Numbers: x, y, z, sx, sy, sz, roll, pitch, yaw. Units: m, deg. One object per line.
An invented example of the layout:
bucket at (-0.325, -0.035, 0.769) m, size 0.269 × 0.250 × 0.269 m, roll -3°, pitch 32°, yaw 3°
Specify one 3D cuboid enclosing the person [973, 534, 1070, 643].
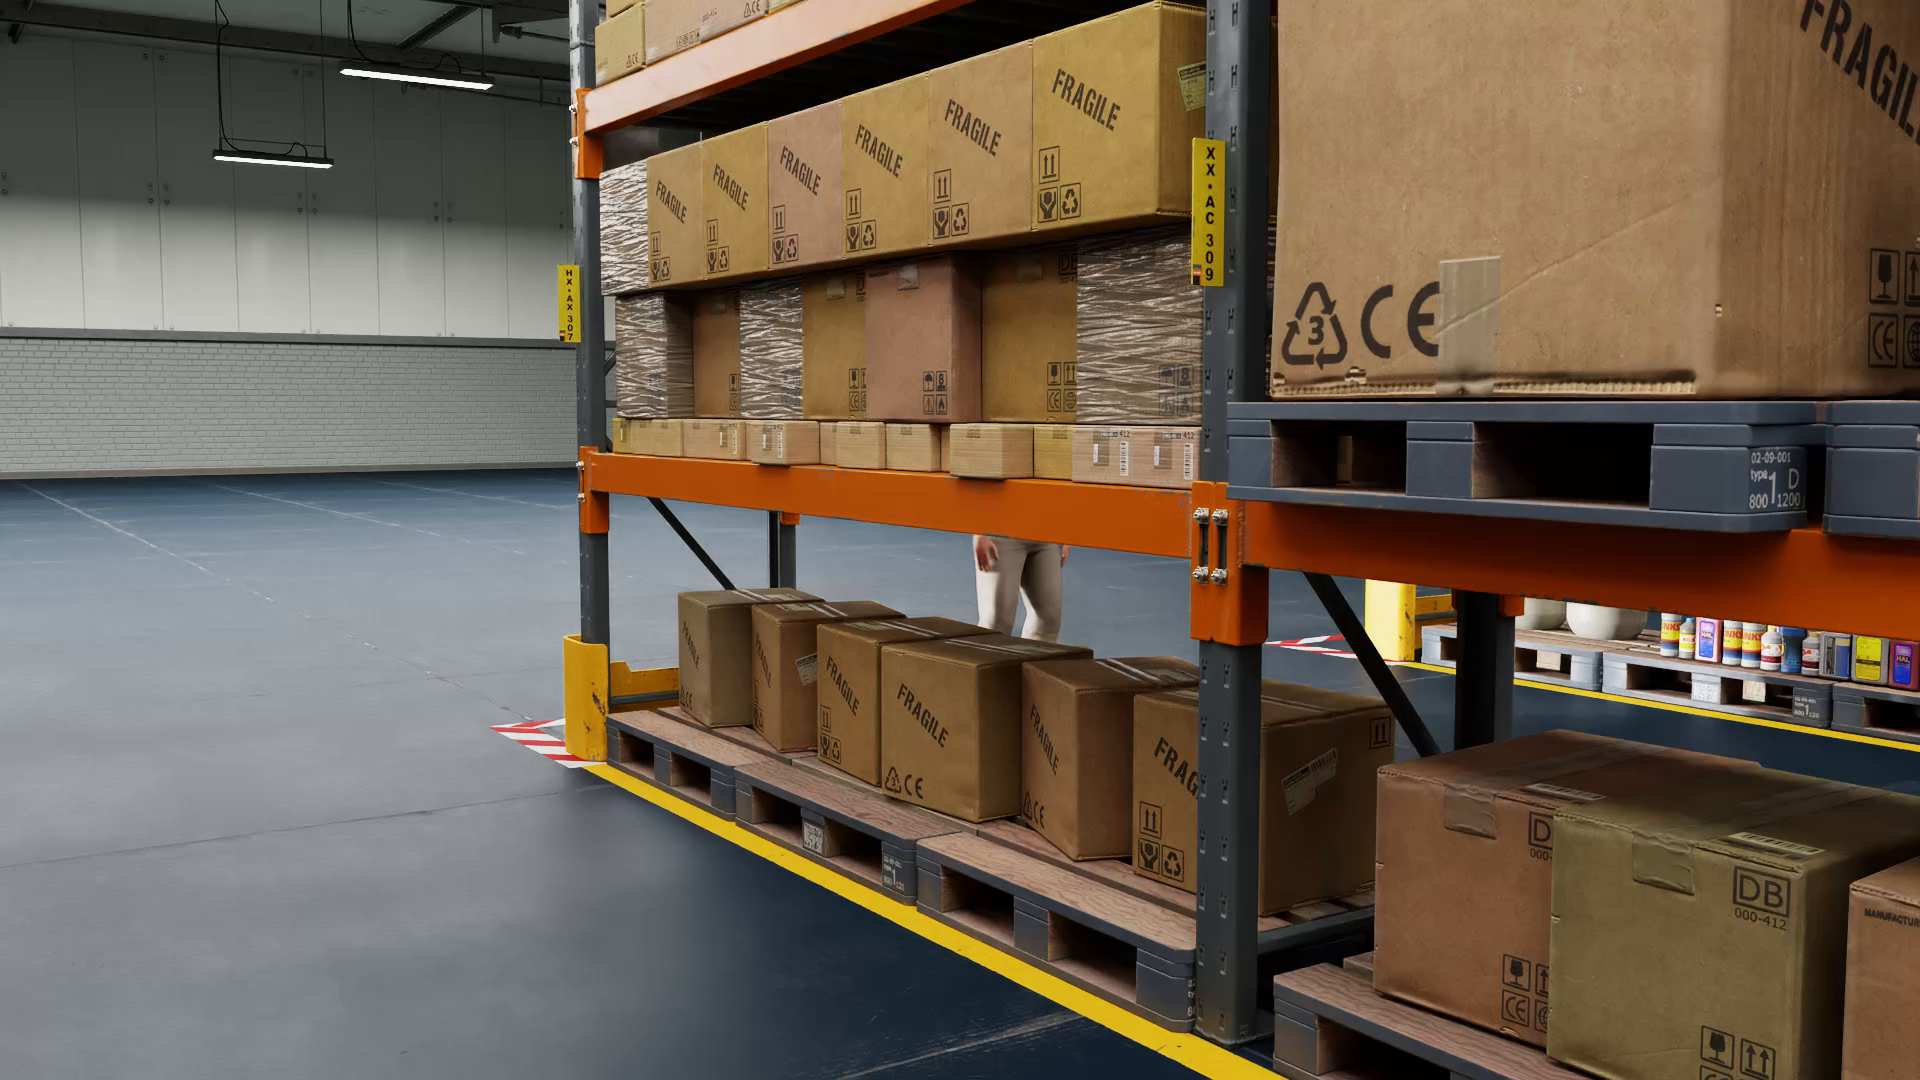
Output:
person at (0.290, -0.003, 7.941) m, size 0.587 × 1.725 × 0.392 m, roll -3°, pitch 6°, yaw -36°
